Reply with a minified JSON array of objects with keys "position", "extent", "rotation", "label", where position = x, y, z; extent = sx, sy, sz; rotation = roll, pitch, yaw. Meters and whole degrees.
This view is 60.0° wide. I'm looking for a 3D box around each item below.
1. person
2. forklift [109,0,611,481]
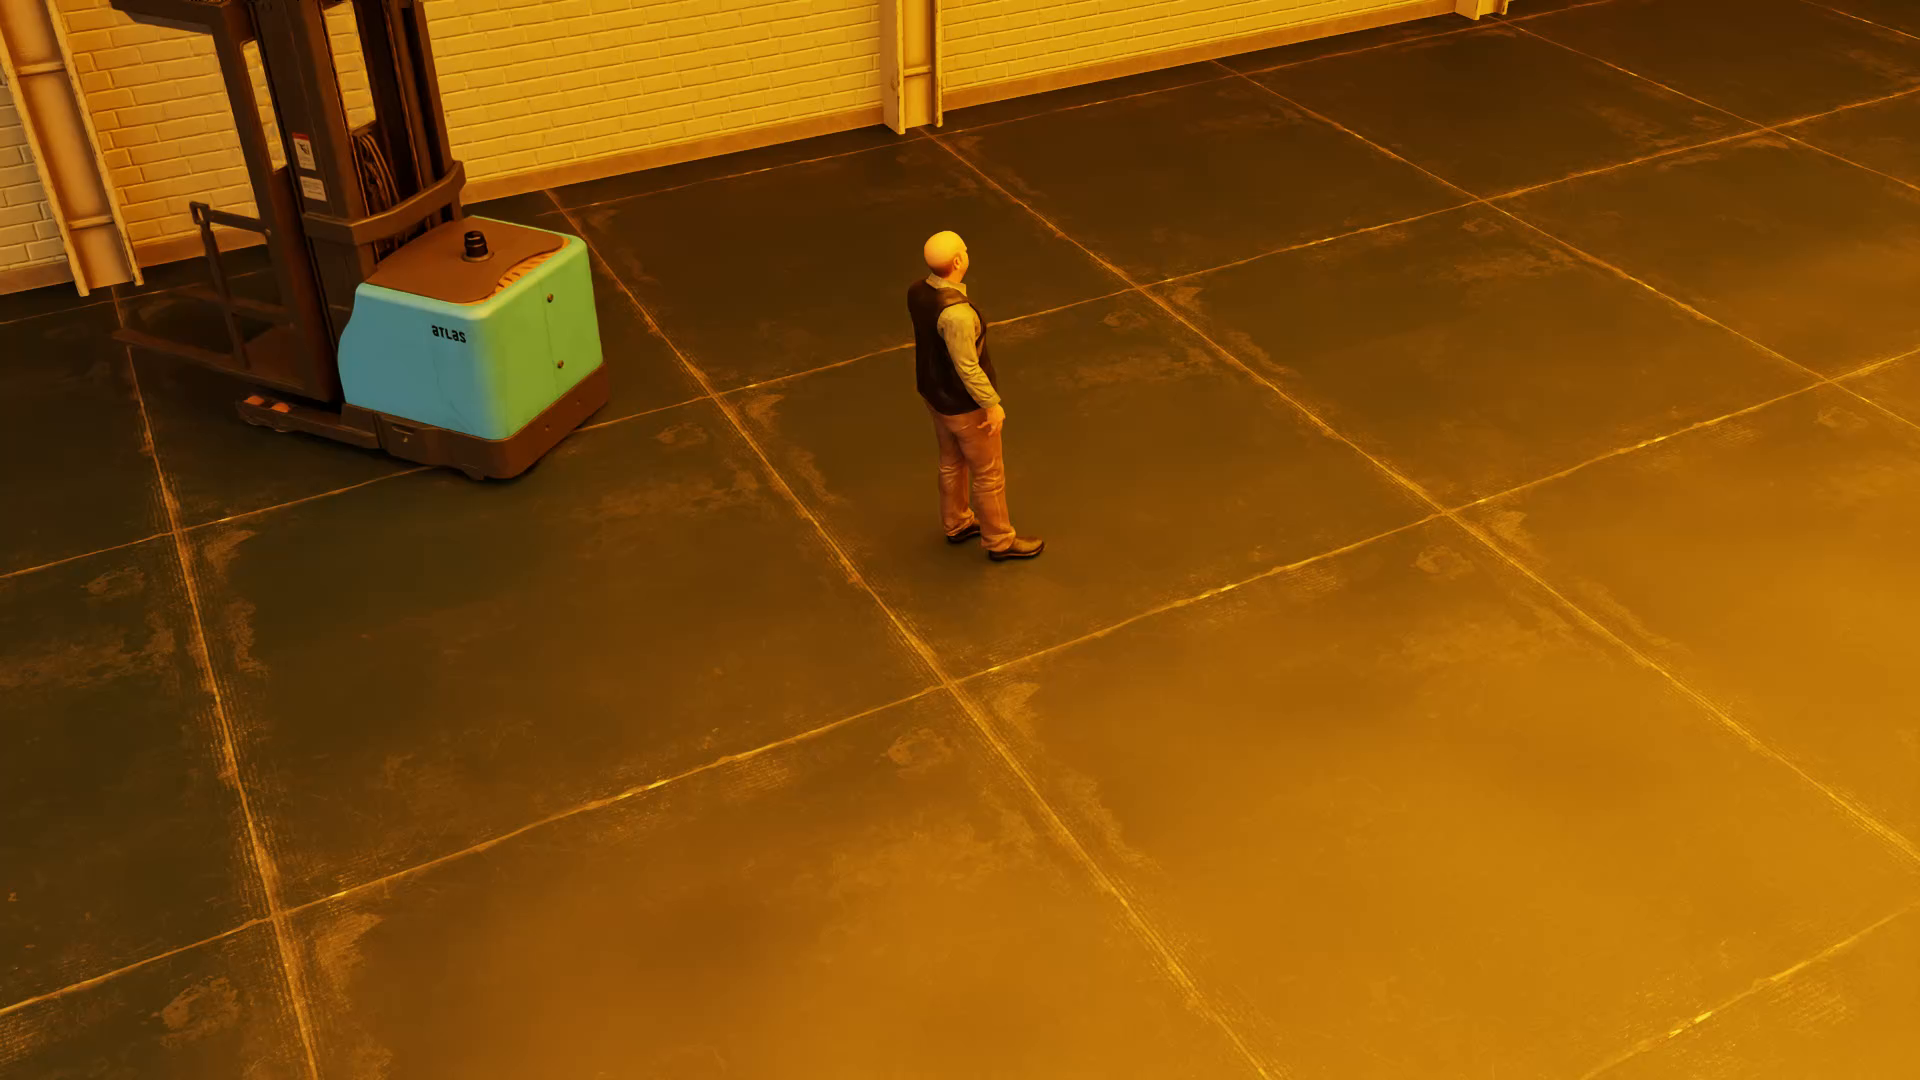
[{"position":[0.058,-0.721,8.179],"extent":[0.568,1.720,0.632],"rotation":[-17,39,-23],"label":"person"},{"position":[-3.606,-2.076,9.061],"extent":[3.031,2.935,1.130],"rotation":[14,38,19],"label":"forklift"}]
